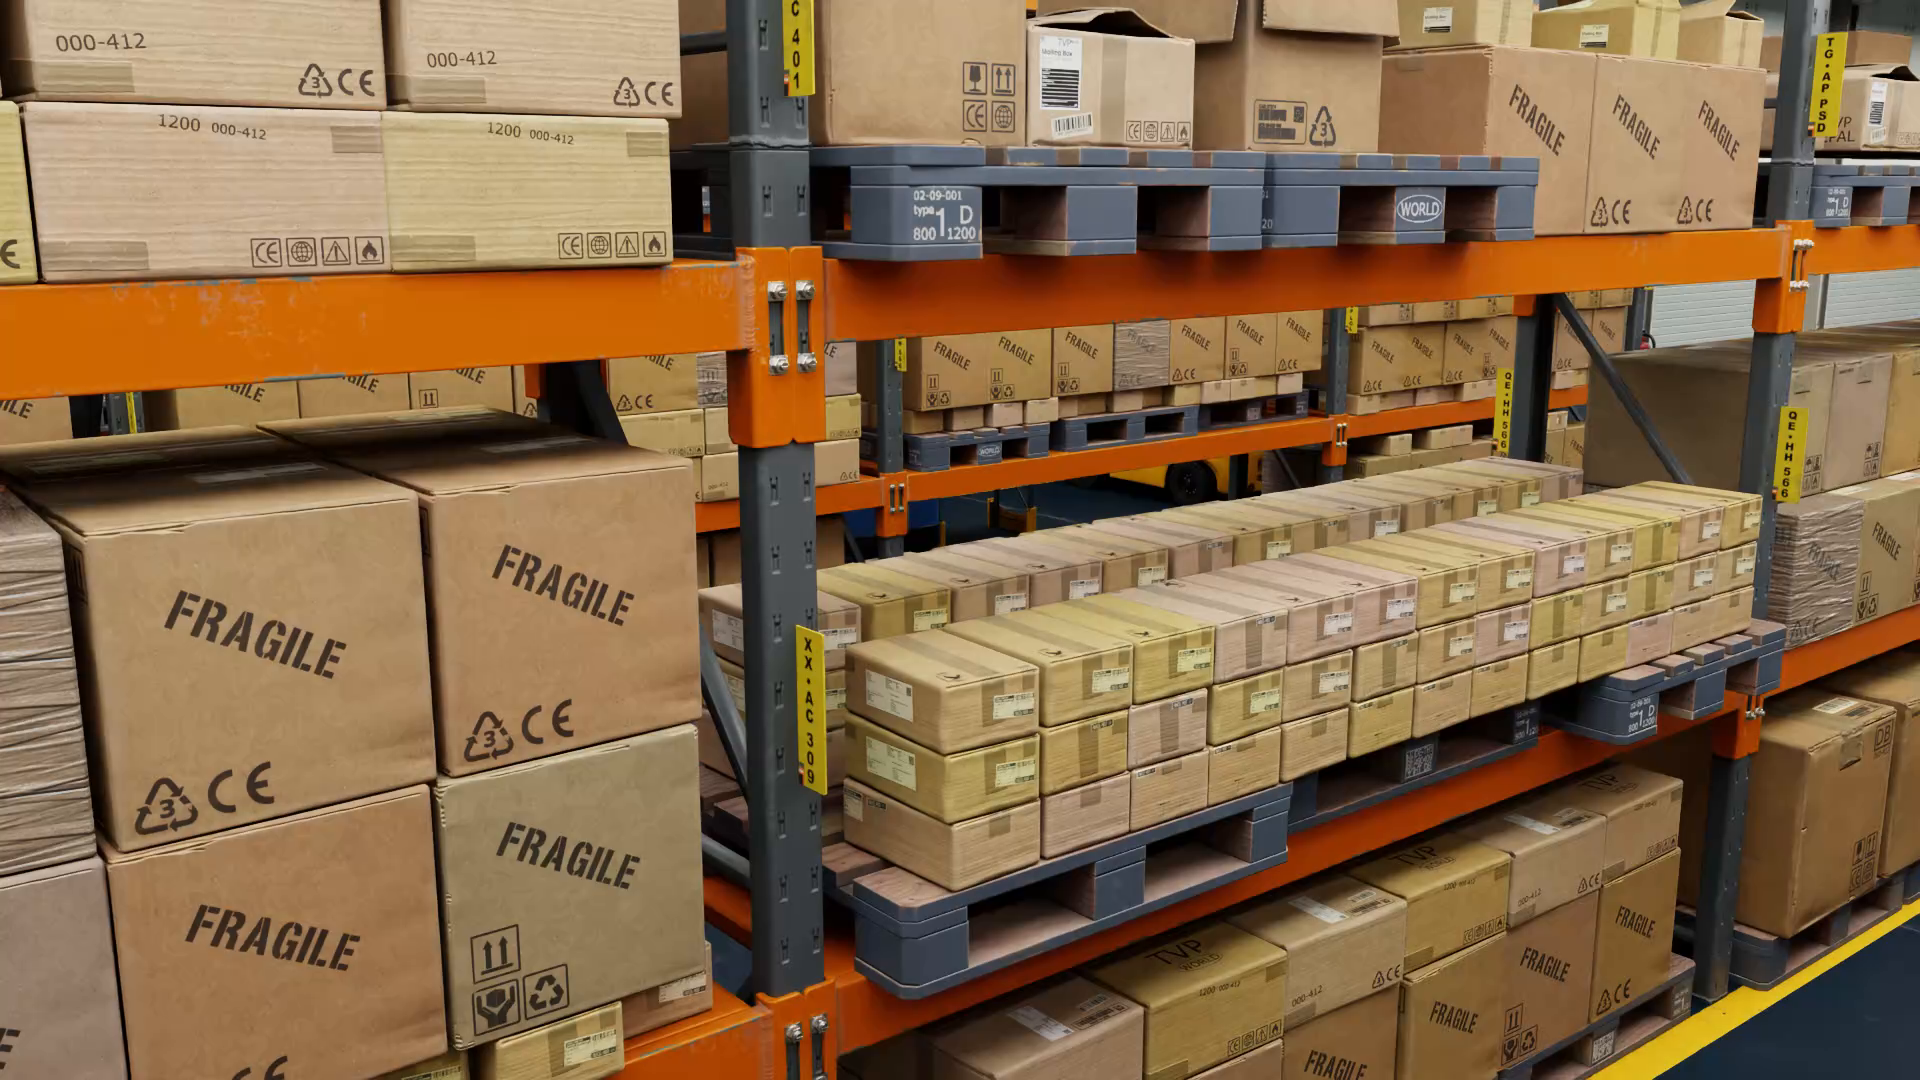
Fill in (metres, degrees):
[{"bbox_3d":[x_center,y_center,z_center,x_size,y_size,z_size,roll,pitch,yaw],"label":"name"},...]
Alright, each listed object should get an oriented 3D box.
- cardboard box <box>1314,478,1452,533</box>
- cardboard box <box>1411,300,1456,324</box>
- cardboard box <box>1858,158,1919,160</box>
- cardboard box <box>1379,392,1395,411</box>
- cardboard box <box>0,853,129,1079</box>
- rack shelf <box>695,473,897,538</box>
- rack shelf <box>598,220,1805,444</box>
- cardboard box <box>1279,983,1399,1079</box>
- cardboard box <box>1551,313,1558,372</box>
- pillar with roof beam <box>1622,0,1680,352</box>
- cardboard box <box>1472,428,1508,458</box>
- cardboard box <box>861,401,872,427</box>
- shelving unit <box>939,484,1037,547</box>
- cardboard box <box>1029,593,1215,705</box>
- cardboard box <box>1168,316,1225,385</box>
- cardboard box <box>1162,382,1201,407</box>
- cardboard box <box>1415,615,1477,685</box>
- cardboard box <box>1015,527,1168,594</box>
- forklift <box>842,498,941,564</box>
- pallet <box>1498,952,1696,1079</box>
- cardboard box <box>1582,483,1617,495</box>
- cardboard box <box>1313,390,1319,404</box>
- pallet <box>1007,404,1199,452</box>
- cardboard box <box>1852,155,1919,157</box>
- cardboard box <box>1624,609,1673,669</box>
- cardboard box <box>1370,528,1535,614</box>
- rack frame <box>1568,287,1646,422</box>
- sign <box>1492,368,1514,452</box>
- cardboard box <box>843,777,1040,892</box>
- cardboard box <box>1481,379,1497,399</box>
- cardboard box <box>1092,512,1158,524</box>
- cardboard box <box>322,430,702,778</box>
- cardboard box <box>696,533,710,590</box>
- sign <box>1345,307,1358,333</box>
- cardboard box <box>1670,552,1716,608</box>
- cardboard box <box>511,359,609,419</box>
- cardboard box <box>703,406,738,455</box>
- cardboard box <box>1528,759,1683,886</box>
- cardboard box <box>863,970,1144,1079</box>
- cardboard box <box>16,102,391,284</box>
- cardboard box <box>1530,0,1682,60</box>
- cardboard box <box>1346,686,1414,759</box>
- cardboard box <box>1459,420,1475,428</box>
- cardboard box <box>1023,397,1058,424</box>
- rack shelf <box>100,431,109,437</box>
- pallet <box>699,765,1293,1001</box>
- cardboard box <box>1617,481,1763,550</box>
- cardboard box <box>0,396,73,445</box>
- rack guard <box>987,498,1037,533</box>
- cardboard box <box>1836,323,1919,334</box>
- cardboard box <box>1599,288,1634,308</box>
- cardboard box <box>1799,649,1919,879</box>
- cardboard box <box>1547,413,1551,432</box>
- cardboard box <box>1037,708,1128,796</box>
[{"bbox_3d":[1.394,-0.094,5.512,0.250,0.149,0.380,-10,16,-40],"label":"cardboard box"},{"bbox_3d":[3.329,-1.927,12.617,0.500,0.500,0.700,-9,15,-37],"label":"cardboard box"},{"bbox_3d":[4.352,-1.828,7.647,0.250,0.149,0.380,-9,15,-38],"label":"cardboard box"},{"bbox_3d":[3.049,-1.066,12.531,0.250,0.149,0.380,-9,15,-36],"label":"cardboard box"},{"bbox_3d":[-1.634,0.715,2.583,0.500,0.500,0.500,-10,15,-38],"label":"cardboard box"},{"bbox_3d":[-2.247,-0.028,8.771,4.000,0.370,1.077,-9,15,-38],"label":"rack shelf"},{"bbox_3d":[0.924,-0.706,4.741,4.000,0.370,1.077,-9,15,-38],"label":"rack shelf"},{"bbox_3d":[0.918,1.495,4.875,0.500,0.500,0.500,-9,15,-37],"label":"cardboard box"},{"bbox_3d":[4.523,-1.628,13.619,0.500,0.500,0.500,-10,15,-38],"label":"cardboard box"},{"bbox_3d":[13.410,-6.331,22.281,0.400,9.000,9.100,-9,15,-38],"label":"pillar with roof beam"},{"bbox_3d":[4.295,-0.626,13.658,0.500,0.500,0.500,-10,15,-39],"label":"cardboard box"},{"bbox_3d":[-0.577,-0.803,10.281,0.250,0.149,0.380,-9,15,-36],"label":"cardboard box"},{"bbox_3d":[0.060,-0.744,14.020,1.083,1.500,0.587,-9,15,-38],"label":"shelving unit"},{"bbox_3d":[0.373,0.249,3.895,0.250,0.149,0.380,-9,15,-37],"label":"cardboard box"},{"bbox_3d":[1.427,-1.331,11.206,0.500,0.500,0.500,-9,15,-36],"label":"cardboard box"},{"bbox_3d":[1.403,-0.999,11.208,0.250,0.149,0.380,-9,15,-38],"label":"cardboard box"},{"bbox_3d":[1.177,0.261,4.554,0.250,0.149,0.380,-10,15,-39],"label":"cardboard box"},{"bbox_3d":[0.365,0.078,4.700,0.250,0.149,0.380,-10,16,-39],"label":"cardboard box"},{"bbox_3d":[-1.624,-1.152,12.499,3.031,2.935,1.130,-9,15,-37],"label":"forklift"},{"bbox_3d":[1.875,1.615,6.013,1.213,0.211,1.003,-9,15,-38],"label":"pallet"},{"bbox_3d":[2.670,-0.001,6.670,0.500,0.500,0.500,-9,15,-38],"label":"cardboard box"},{"bbox_3d":[2.689,-1.160,12.976,0.250,0.149,0.380,-9,15,-36],"label":"cardboard box"},{"bbox_3d":[0.835,-0.809,11.180,1.213,0.211,1.003,-9,15,-38],"label":"pallet"},{"bbox_3d":[3.981,-1.718,6.738,0.500,0.311,0.500,-10,15,-39],"label":"cardboard box"},{"bbox_3d":[1.992,0.272,5.222,0.250,0.149,0.380,-9,15,-37],"label":"cardboard box"},{"bbox_3d":[1.378,0.082,4.682,0.250,0.149,0.380,-9,15,-35],"label":"cardboard box"},{"bbox_3d":[5.561,-1.678,14.808,0.127,3.000,1.000,-9,15,-38],"label":"rack frame"},{"bbox_3d":[2.136,-0.506,6.501,0.005,0.325,0.100,-9,15,-38],"label":"sign"},{"bbox_3d":[-0.043,0.610,3.627,0.250,0.149,0.380,-10,16,-40],"label":"cardboard box"},{"bbox_3d":[4.068,-1.226,13.287,0.250,0.149,0.380,-10,15,-38],"label":"cardboard box"},{"bbox_3d":[1.471,0.084,11.828,0.625,0.372,0.950,-8,15,-34],"label":"cardboard box"},{"bbox_3d":[-0.836,0.091,3.116,0.500,0.500,0.500,-10,16,-40],"label":"cardboard box"},{"bbox_3d":[-1.976,0.386,9.195,0.875,0.875,0.875,-9,15,-37],"label":"cardboard box"},{"bbox_3d":[2.787,-1.635,11.821,0.005,0.325,0.100,-9,15,-38],"label":"sign"},{"bbox_3d":[2.177,0.095,5.337,0.250,0.149,0.380,-9,15,-36],"label":"cardboard box"},{"bbox_3d":[-2.113,-0.872,8.367,0.500,0.500,0.500,-10,15,-39],"label":"cardboard box"},{"bbox_3d":[-1.303,-0.639,9.076,0.500,0.250,0.500,-10,16,-39],"label":"cardboard box"},{"bbox_3d":[2.115,0.932,5.720,0.500,0.250,0.500,-10,15,-39],"label":"cardboard box"},{"bbox_3d":[0.104,1.267,4.143,0.500,0.250,0.500,-10,16,-40],"label":"cardboard box"},{"bbox_3d":[-1.249,-0.554,2.657,0.500,0.250,0.500,-9,15,-38],"label":"cardboard box"},{"bbox_3d":[1.941,-1.577,5.028,0.258,0.266,0.396,-9,15,-38],"label":"cardboard box"},{"bbox_3d":[0.974,0.440,4.429,0.250,0.149,0.380,-10,15,-39],"label":"cardboard box"},{"bbox_3d":[4.335,-0.773,14.352,0.500,0.500,0.500,-10,16,-40],"label":"cardboard box"},{"bbox_3d":[0.396,-0.826,10.389,0.250,0.149,0.380,-9,15,-37],"label":"cardboard box"},{"bbox_3d":[-5.351,-0.833,12.561,4.000,0.370,1.077,-9,15,-38],"label":"rack shelf"},{"bbox_3d":[0.050,0.688,4.131,1.213,0.211,1.003,-9,15,-38],"label":"pallet"},{"bbox_3d":[2.389,-0.085,5.471,0.250,0.149,0.380,-10,16,-40],"label":"cardboard box"},{"bbox_3d":[-4.005,-0.552,6.861,0.500,0.500,0.500,-10,15,-38],"label":"cardboard box"},{"bbox_3d":[0.448,-0.197,14.454,0.087,0.250,0.587,-9,15,-38],"label":"rack guard"},{"bbox_3d":[4.430,-0.709,7.597,0.500,0.500,0.700,-9,15,-37],"label":"cardboard box"},{"bbox_3d":[5.299,-2.259,14.183,0.500,0.500,0.700,-10,16,-39],"label":"cardboard box"},{"bbox_3d":[3.698,0.867,7.230,0.750,0.750,1.050,-9,15,-37],"label":"cardboard box"},{"bbox_3d":[4.656,-0.985,13.789,0.250,0.149,0.380,-9,15,-37],"label":"cardboard box"},{"bbox_3d":[0.158,0.431,3.756,0.250,0.149,0.380,-10,15,-39],"label":"cardboard box"}]
